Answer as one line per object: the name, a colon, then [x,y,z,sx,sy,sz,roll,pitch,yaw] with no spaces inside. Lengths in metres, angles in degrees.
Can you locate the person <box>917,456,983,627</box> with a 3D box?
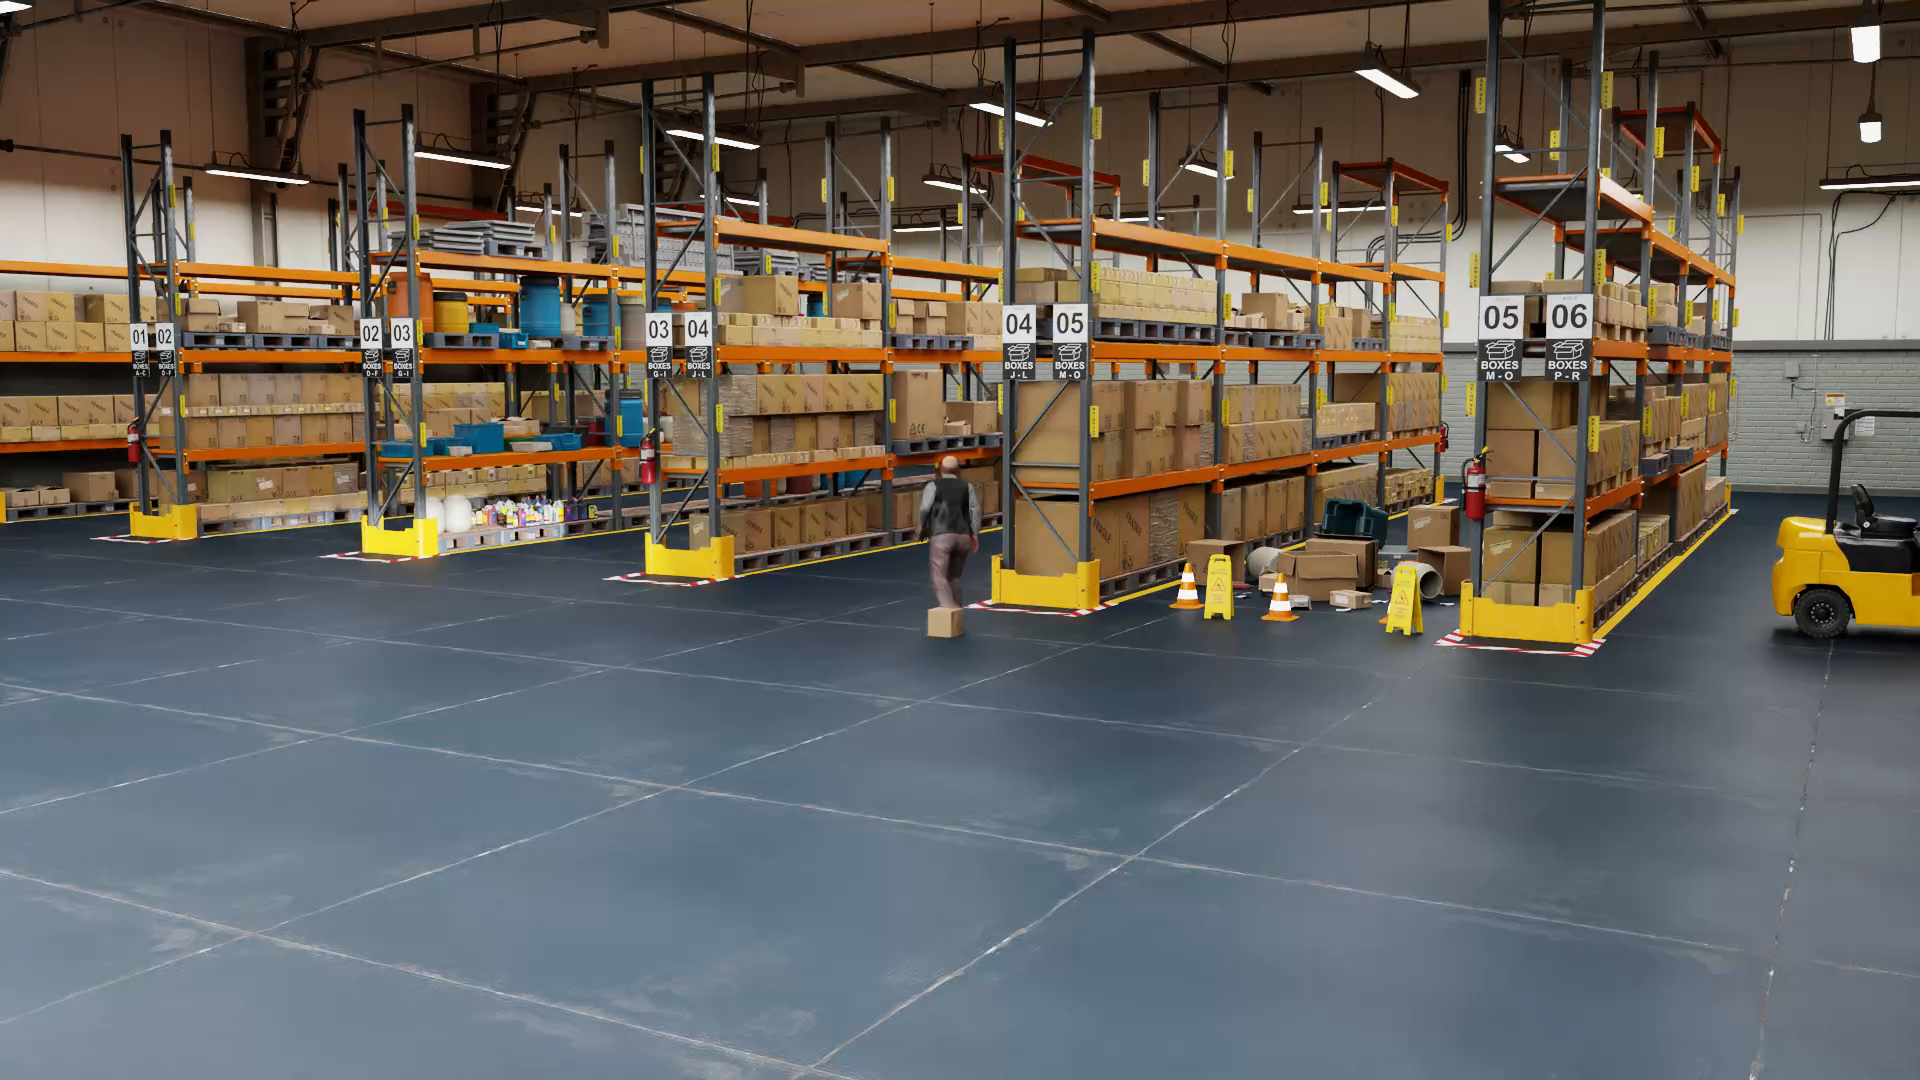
person: [-0.114,0.026,16.233,0.694,1.671,0.804,-3,7,-29]
